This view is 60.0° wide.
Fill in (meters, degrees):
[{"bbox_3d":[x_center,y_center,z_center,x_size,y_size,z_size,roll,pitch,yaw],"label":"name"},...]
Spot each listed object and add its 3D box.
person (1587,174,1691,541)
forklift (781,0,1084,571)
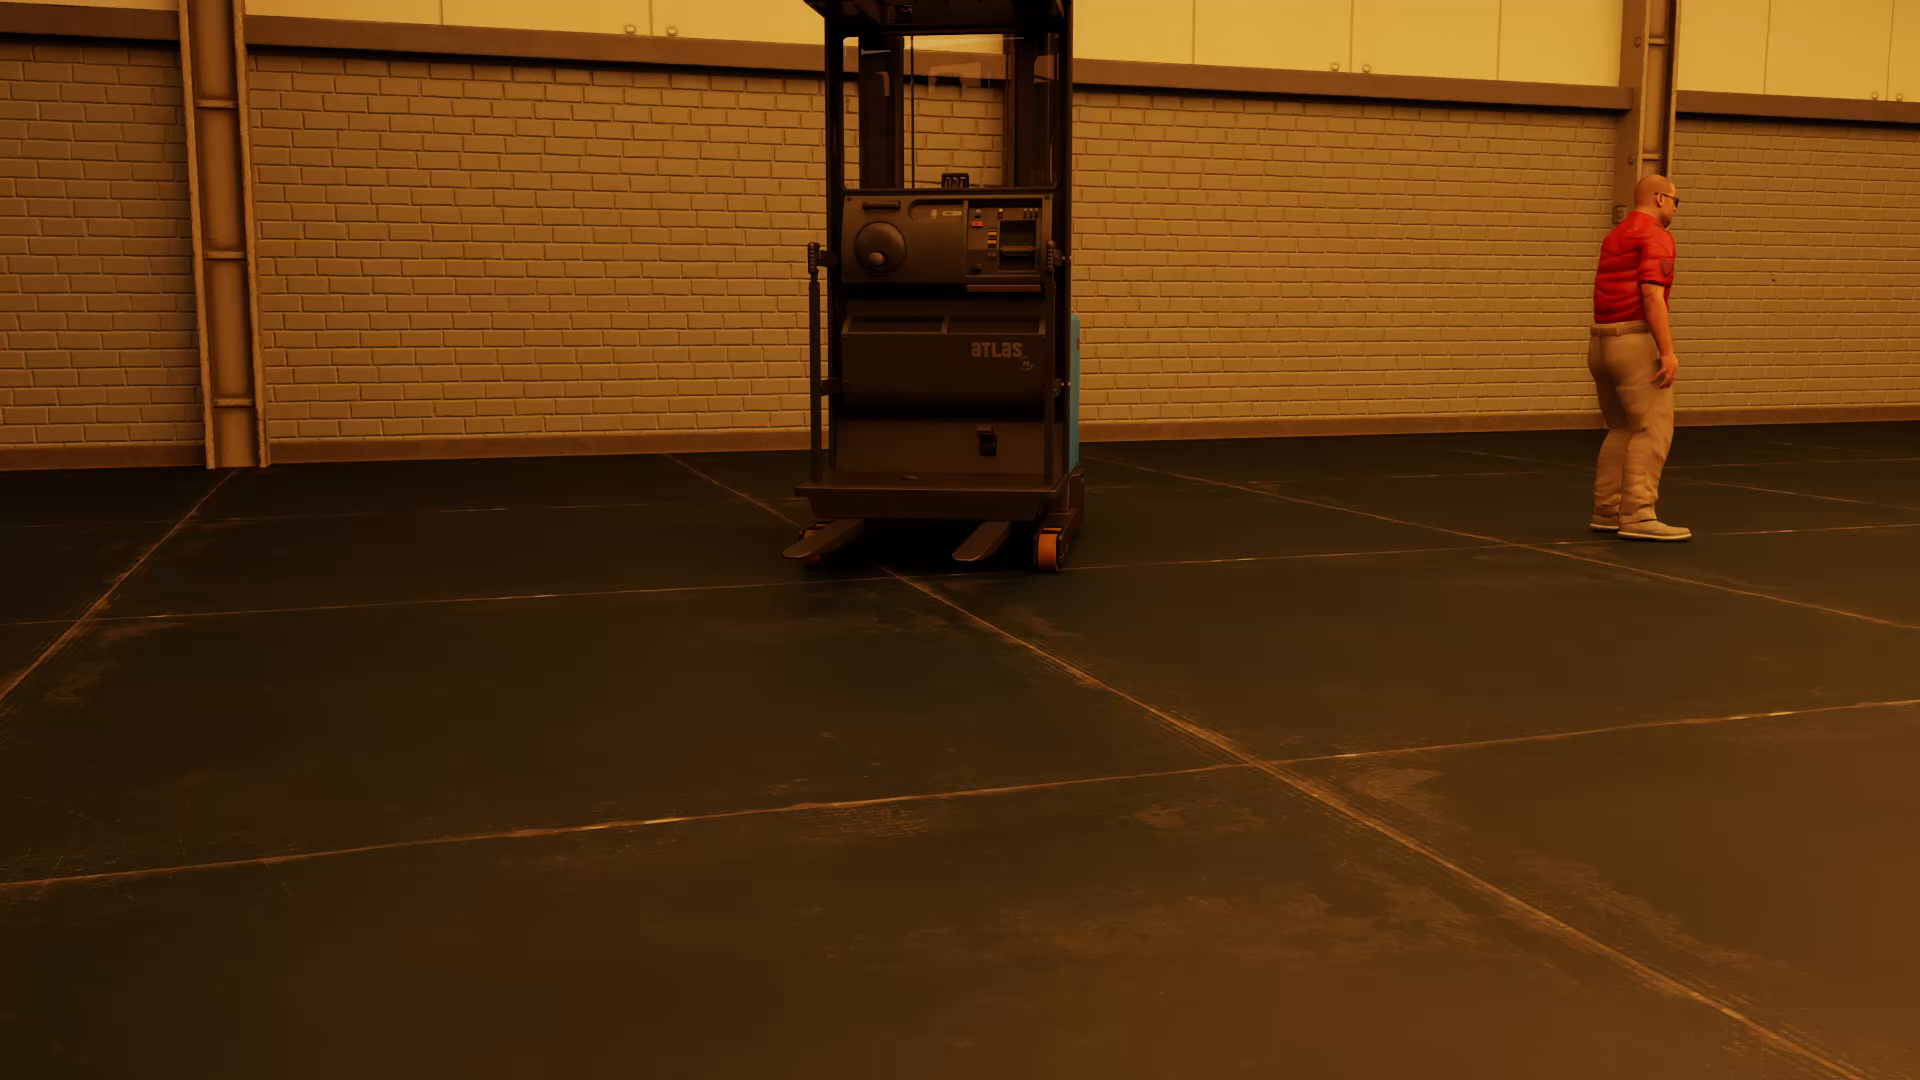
[{"bbox_3d":[3.262,-0.883,8.009,0.399,1.725,0.598,-1,8,-5],"label":"person"},{"bbox_3d":[-0.085,-1.369,7.110,1.130,2.935,3.031,1,8,8],"label":"forklift"}]
